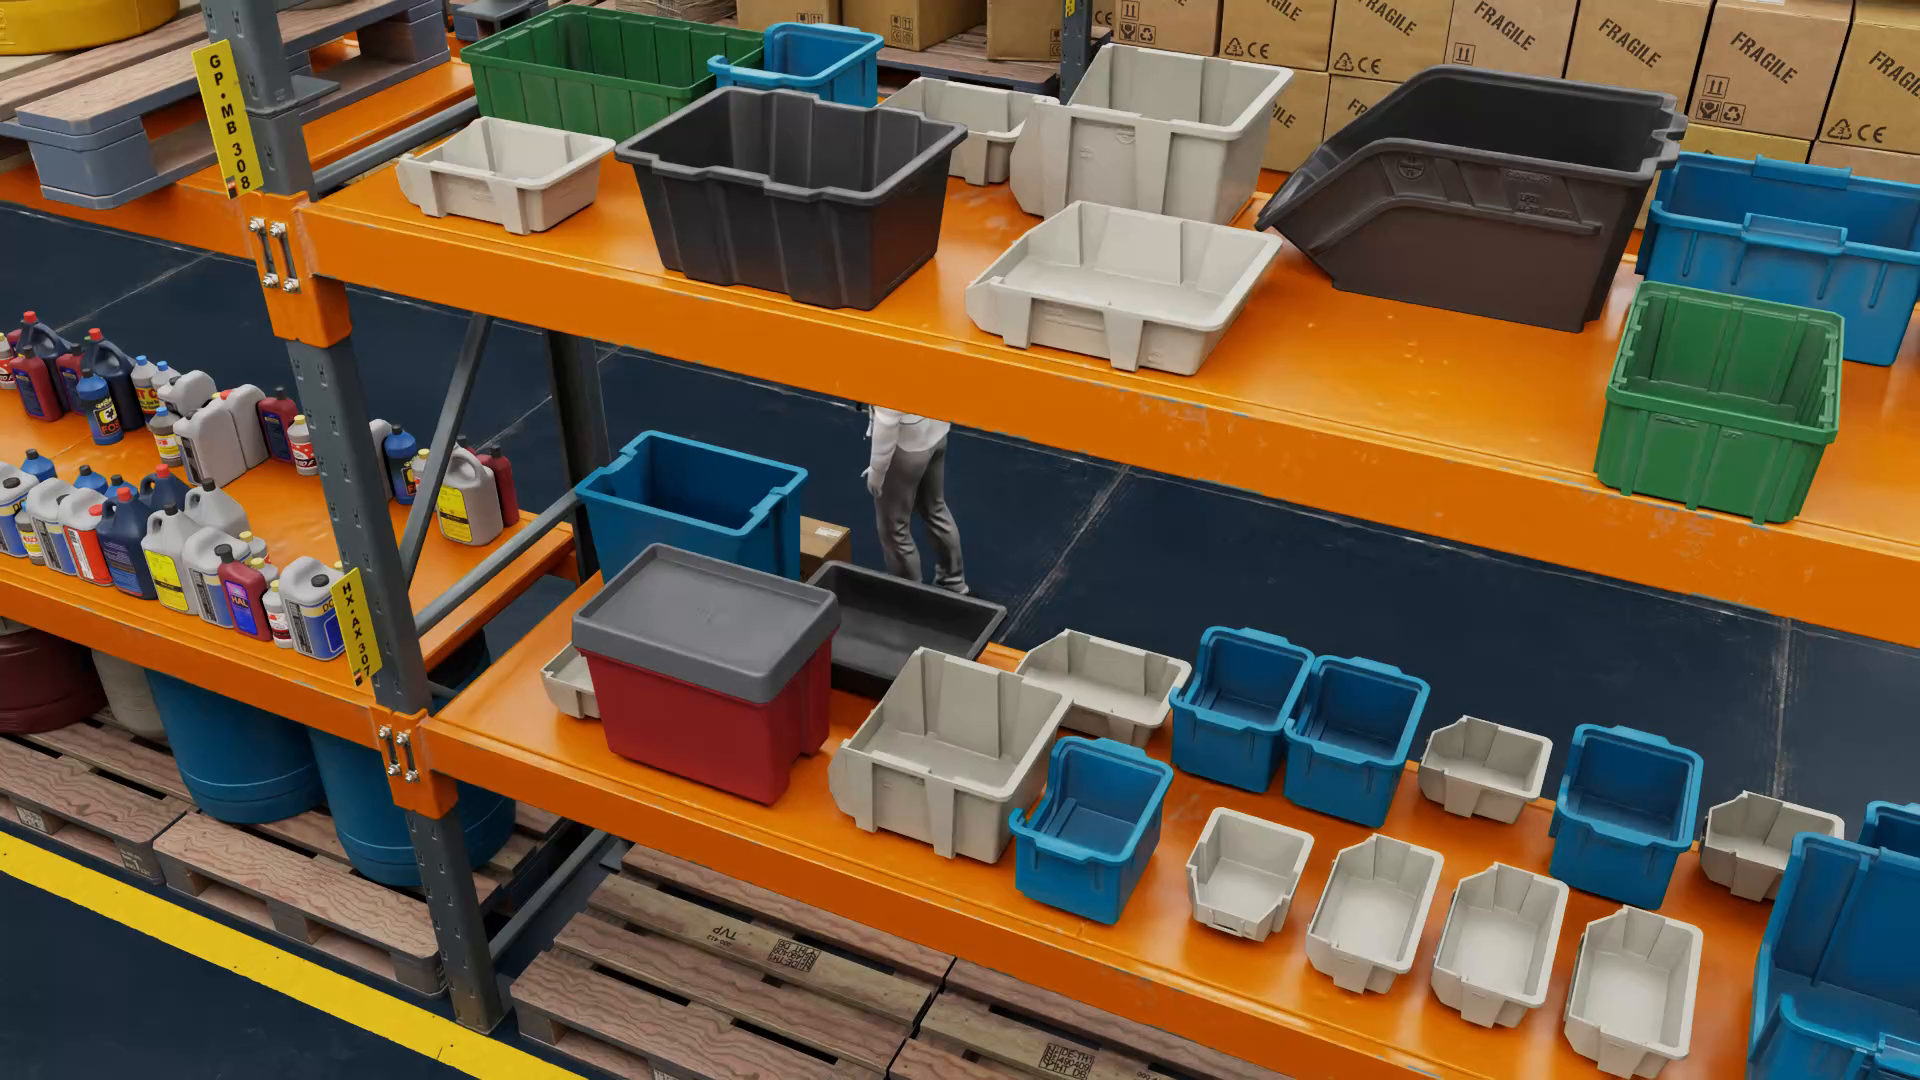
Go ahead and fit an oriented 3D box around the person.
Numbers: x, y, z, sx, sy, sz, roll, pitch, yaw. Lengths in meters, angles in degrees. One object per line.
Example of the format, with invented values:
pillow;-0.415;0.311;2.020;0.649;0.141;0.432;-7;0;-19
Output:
person;-0.208;-0.362;6.718;0.376;1.745;0.458;15;37;21
